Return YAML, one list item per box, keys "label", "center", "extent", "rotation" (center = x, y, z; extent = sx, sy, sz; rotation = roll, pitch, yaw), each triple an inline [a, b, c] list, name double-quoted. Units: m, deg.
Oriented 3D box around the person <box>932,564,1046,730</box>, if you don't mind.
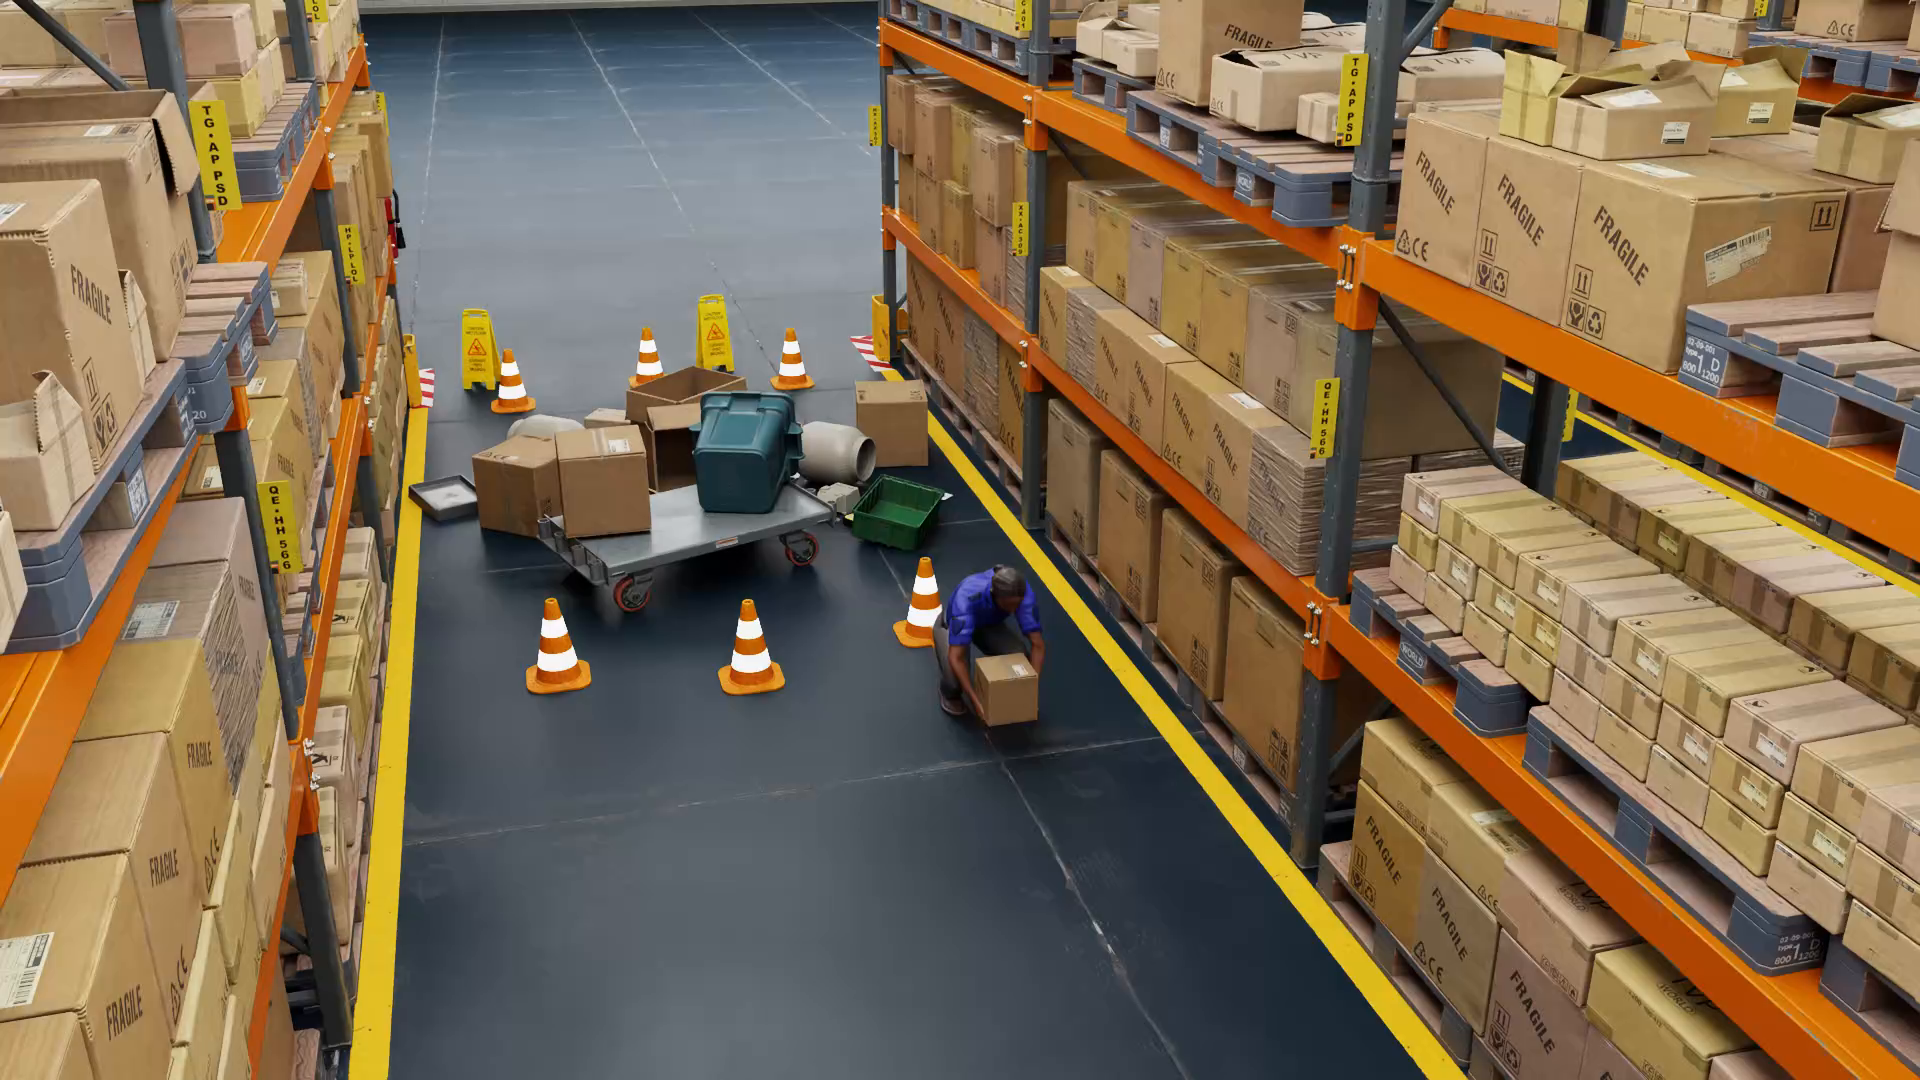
- label: "person"
  center: [0.140, 0.489, 8.416]
  extent: [0.502, 0.919, 0.828]
  rotation: [-6, 24, -14]
